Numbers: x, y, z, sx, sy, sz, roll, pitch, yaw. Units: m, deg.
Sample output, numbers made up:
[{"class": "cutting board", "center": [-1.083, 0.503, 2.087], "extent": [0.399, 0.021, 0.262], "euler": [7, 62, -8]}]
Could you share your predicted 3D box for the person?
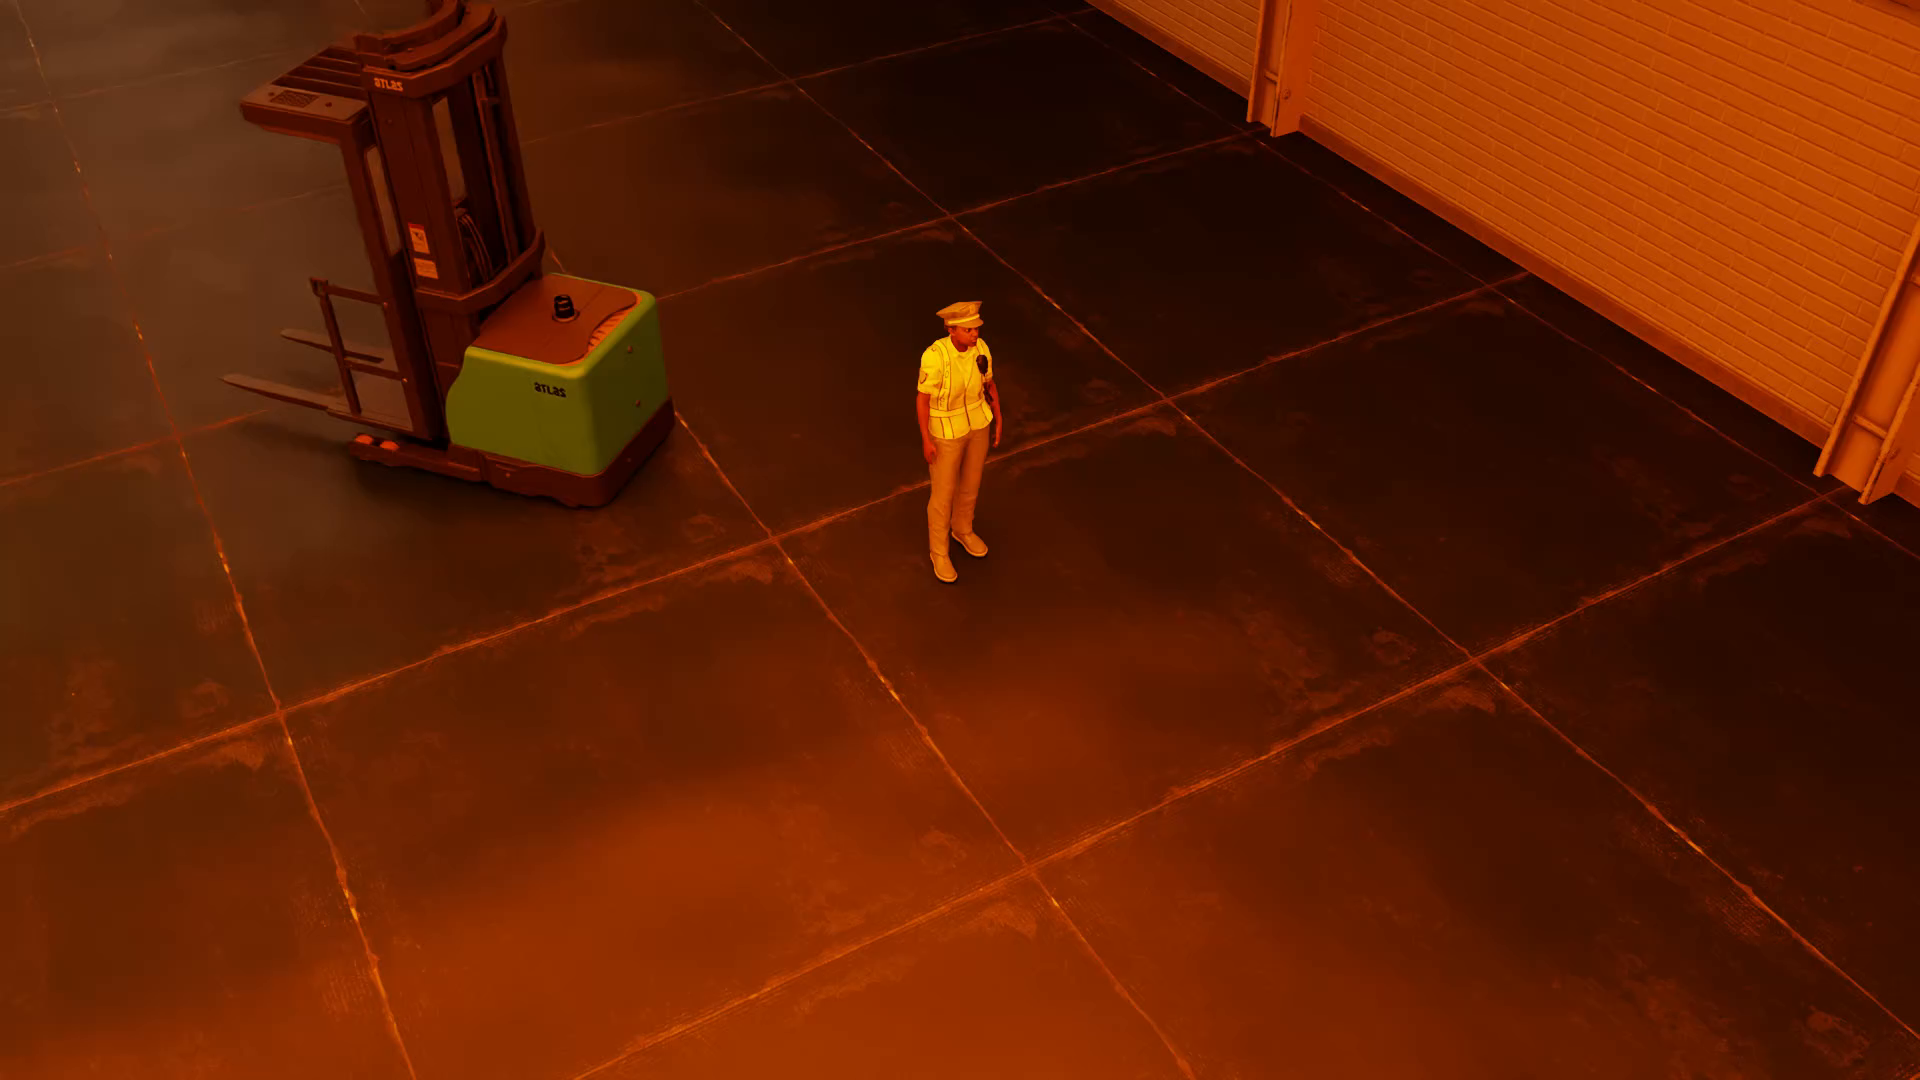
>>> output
[{"class": "person", "center": [0.020, -0.609, 9.730], "extent": [0.570, 1.692, 0.530], "euler": [-20, 44, -23]}]

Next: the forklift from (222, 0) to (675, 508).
[{"class": "forklift", "center": [-3.484, -1.912, 10.342], "extent": [3.031, 2.935, 1.130], "euler": [13, 42, 16]}]
